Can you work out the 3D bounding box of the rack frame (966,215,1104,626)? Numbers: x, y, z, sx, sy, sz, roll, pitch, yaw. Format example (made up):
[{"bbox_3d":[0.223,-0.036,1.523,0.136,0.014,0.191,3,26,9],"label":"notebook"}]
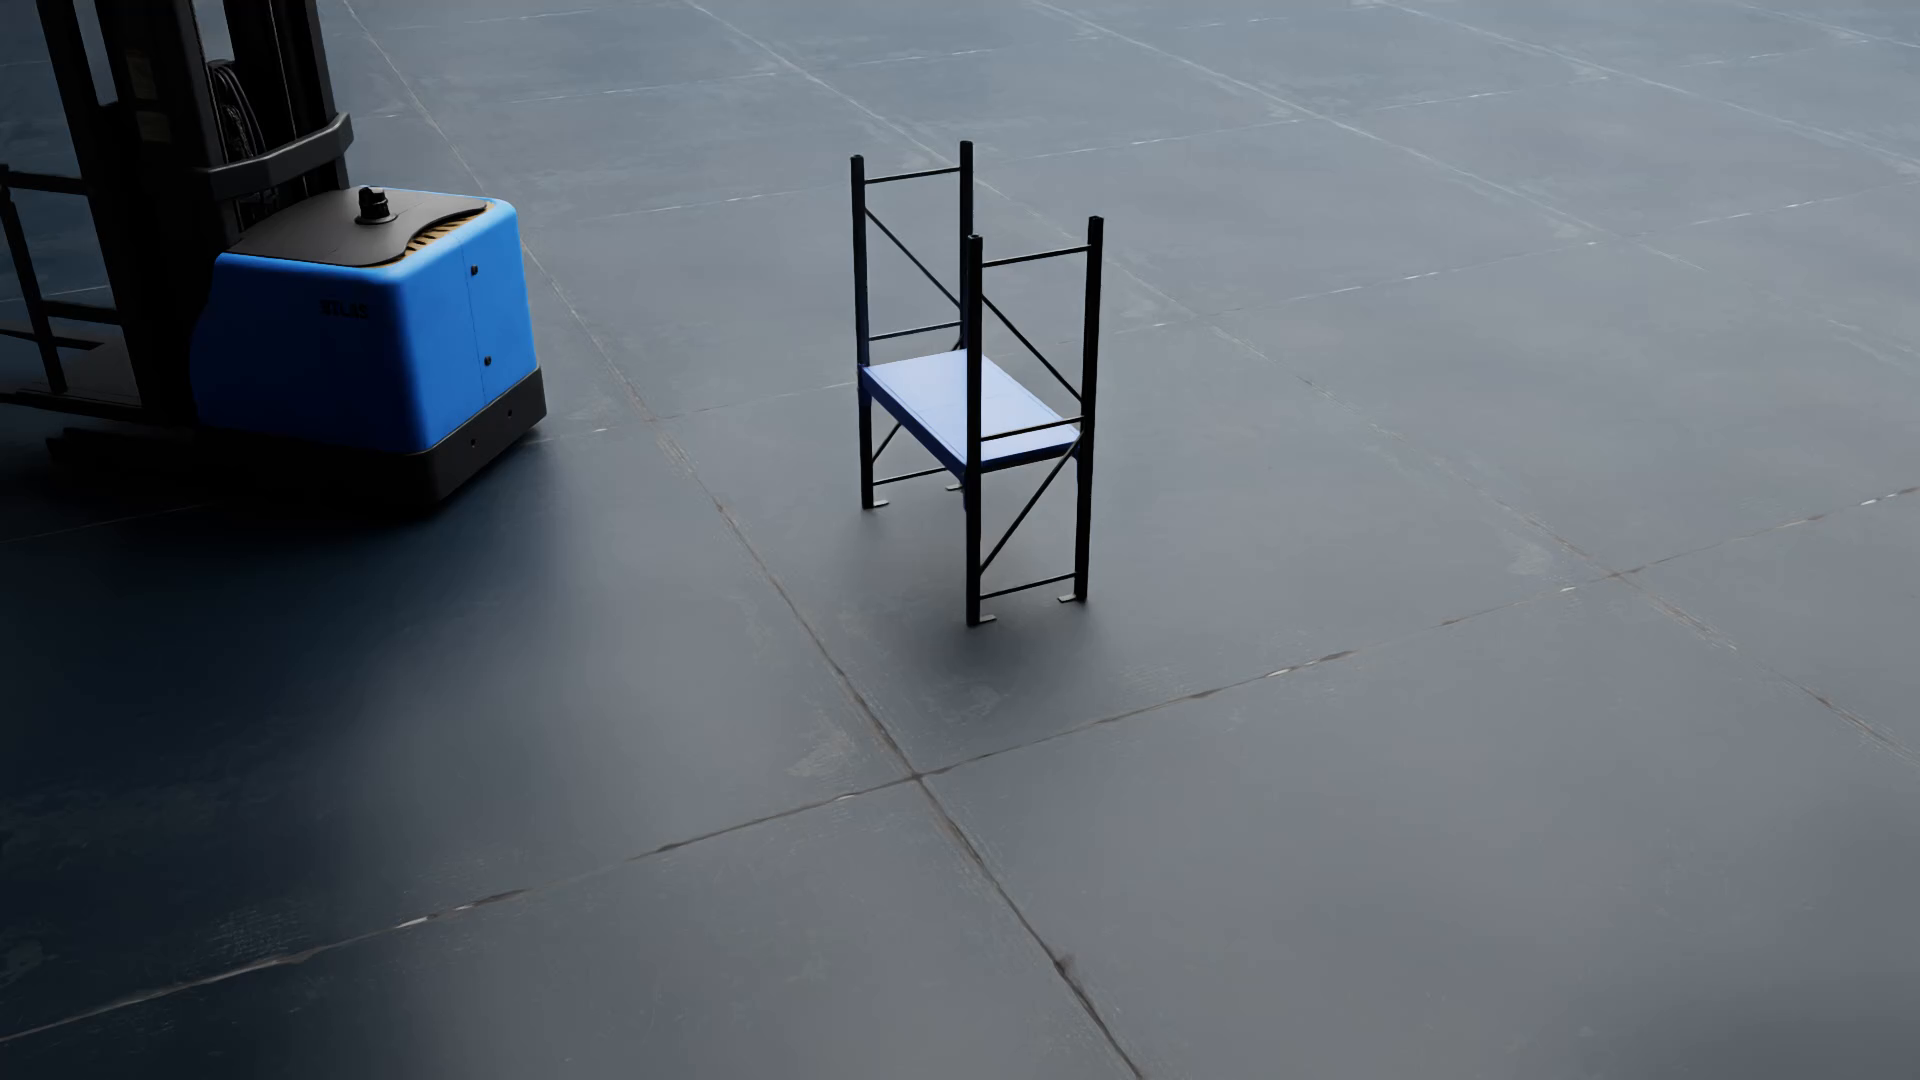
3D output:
[{"bbox_3d":[0.255,-0.392,5.916,0.500,1.500,0.032,-13,32,-22],"label":"rack frame"}]

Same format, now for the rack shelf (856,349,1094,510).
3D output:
[{"bbox_3d":[0.037,-0.460,6.404,0.538,0.185,1.000,-13,32,-22],"label":"rack shelf"}]

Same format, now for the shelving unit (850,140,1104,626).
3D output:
[{"bbox_3d":[0.037,-0.616,6.316,0.538,1.500,1.048,-13,32,-22],"label":"shelving unit"}]

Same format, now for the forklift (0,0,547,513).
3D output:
[{"bbox_3d":[-3.473,-1.796,6.957,3.031,2.935,1.130,8,30,15],"label":"forklift"}]

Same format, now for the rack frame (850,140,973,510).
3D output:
[{"bbox_3d":[-0.182,-0.841,6.716,0.500,1.500,0.032,-13,32,-22],"label":"rack frame"}]
